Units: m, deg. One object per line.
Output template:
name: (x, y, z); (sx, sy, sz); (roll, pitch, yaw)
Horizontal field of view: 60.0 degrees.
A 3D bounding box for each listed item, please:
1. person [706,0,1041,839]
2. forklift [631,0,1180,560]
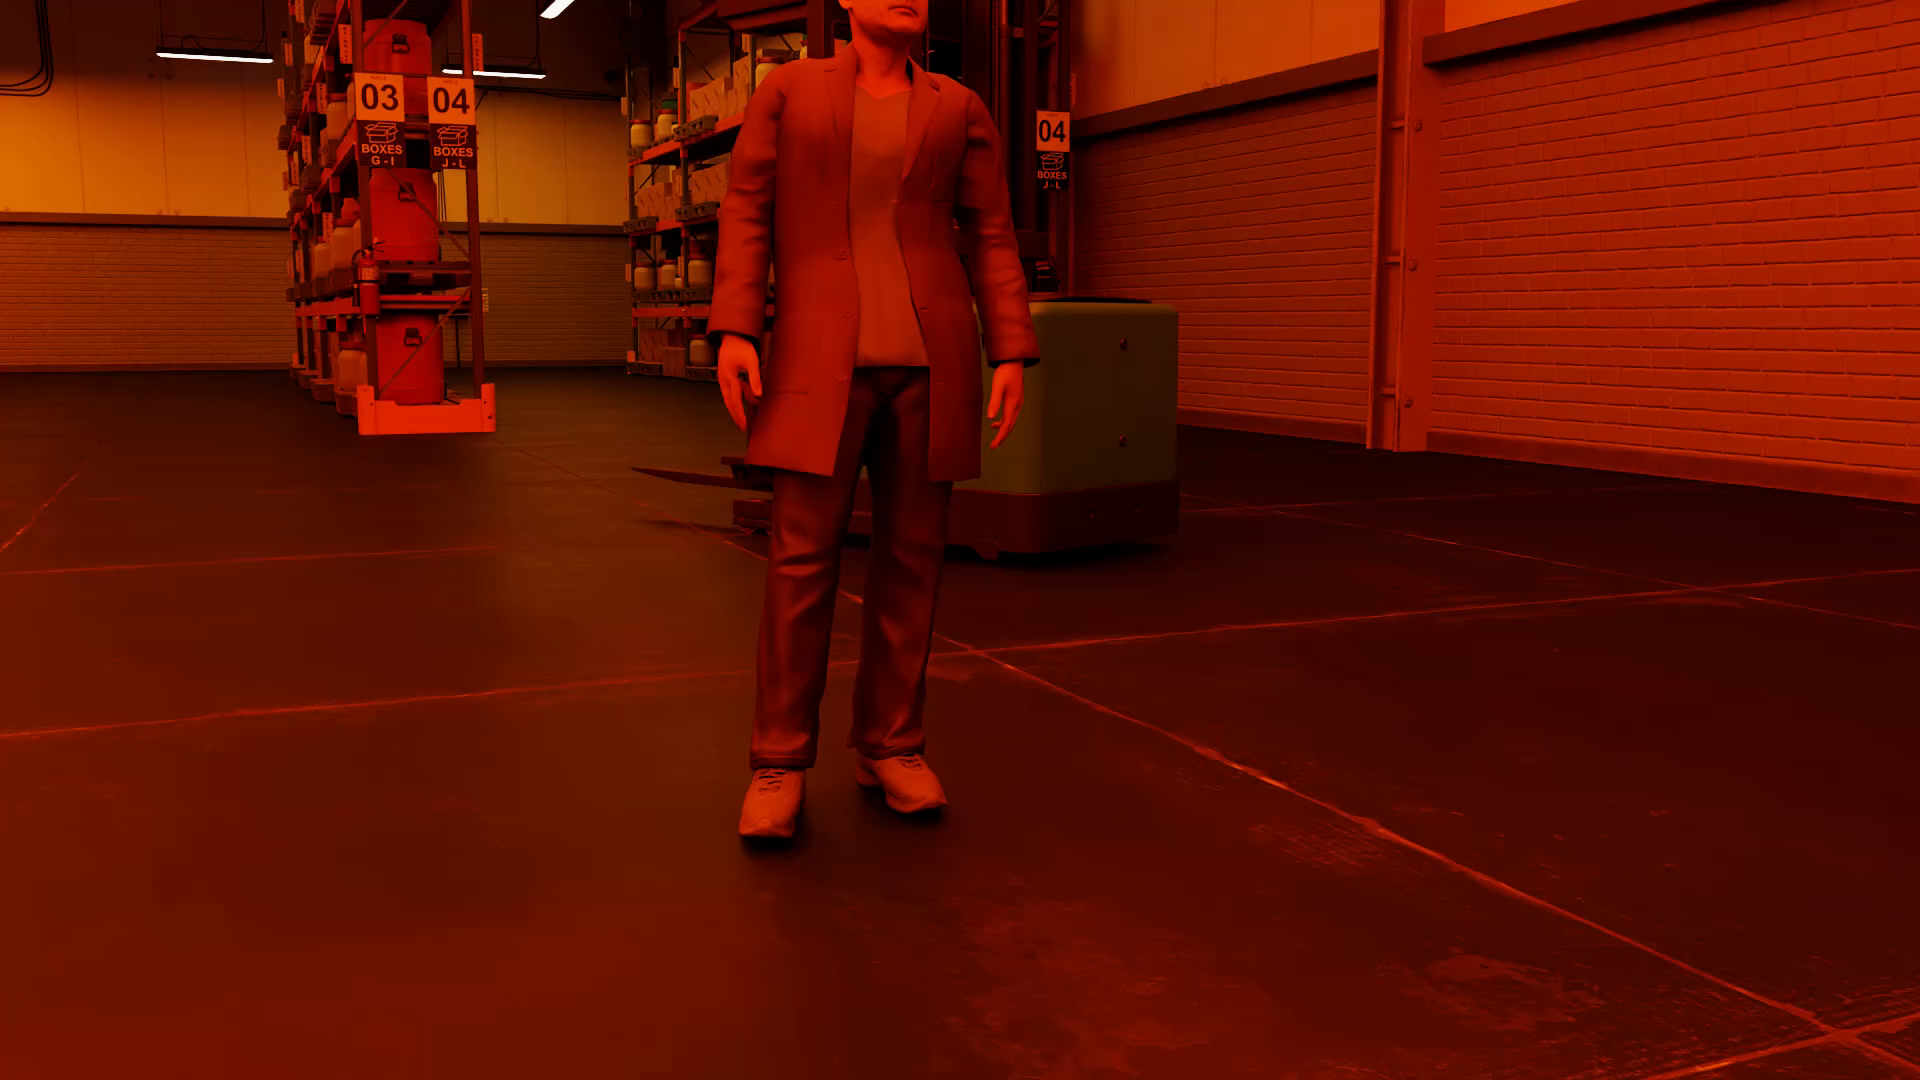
person: (-0.157, -0.337, 3.357); (0.694, 1.775, 0.582); (-2, 8, -12)
forklift: (-0.436, -1.509, 7.883); (3.031, 2.935, 1.130); (7, 10, 44)
